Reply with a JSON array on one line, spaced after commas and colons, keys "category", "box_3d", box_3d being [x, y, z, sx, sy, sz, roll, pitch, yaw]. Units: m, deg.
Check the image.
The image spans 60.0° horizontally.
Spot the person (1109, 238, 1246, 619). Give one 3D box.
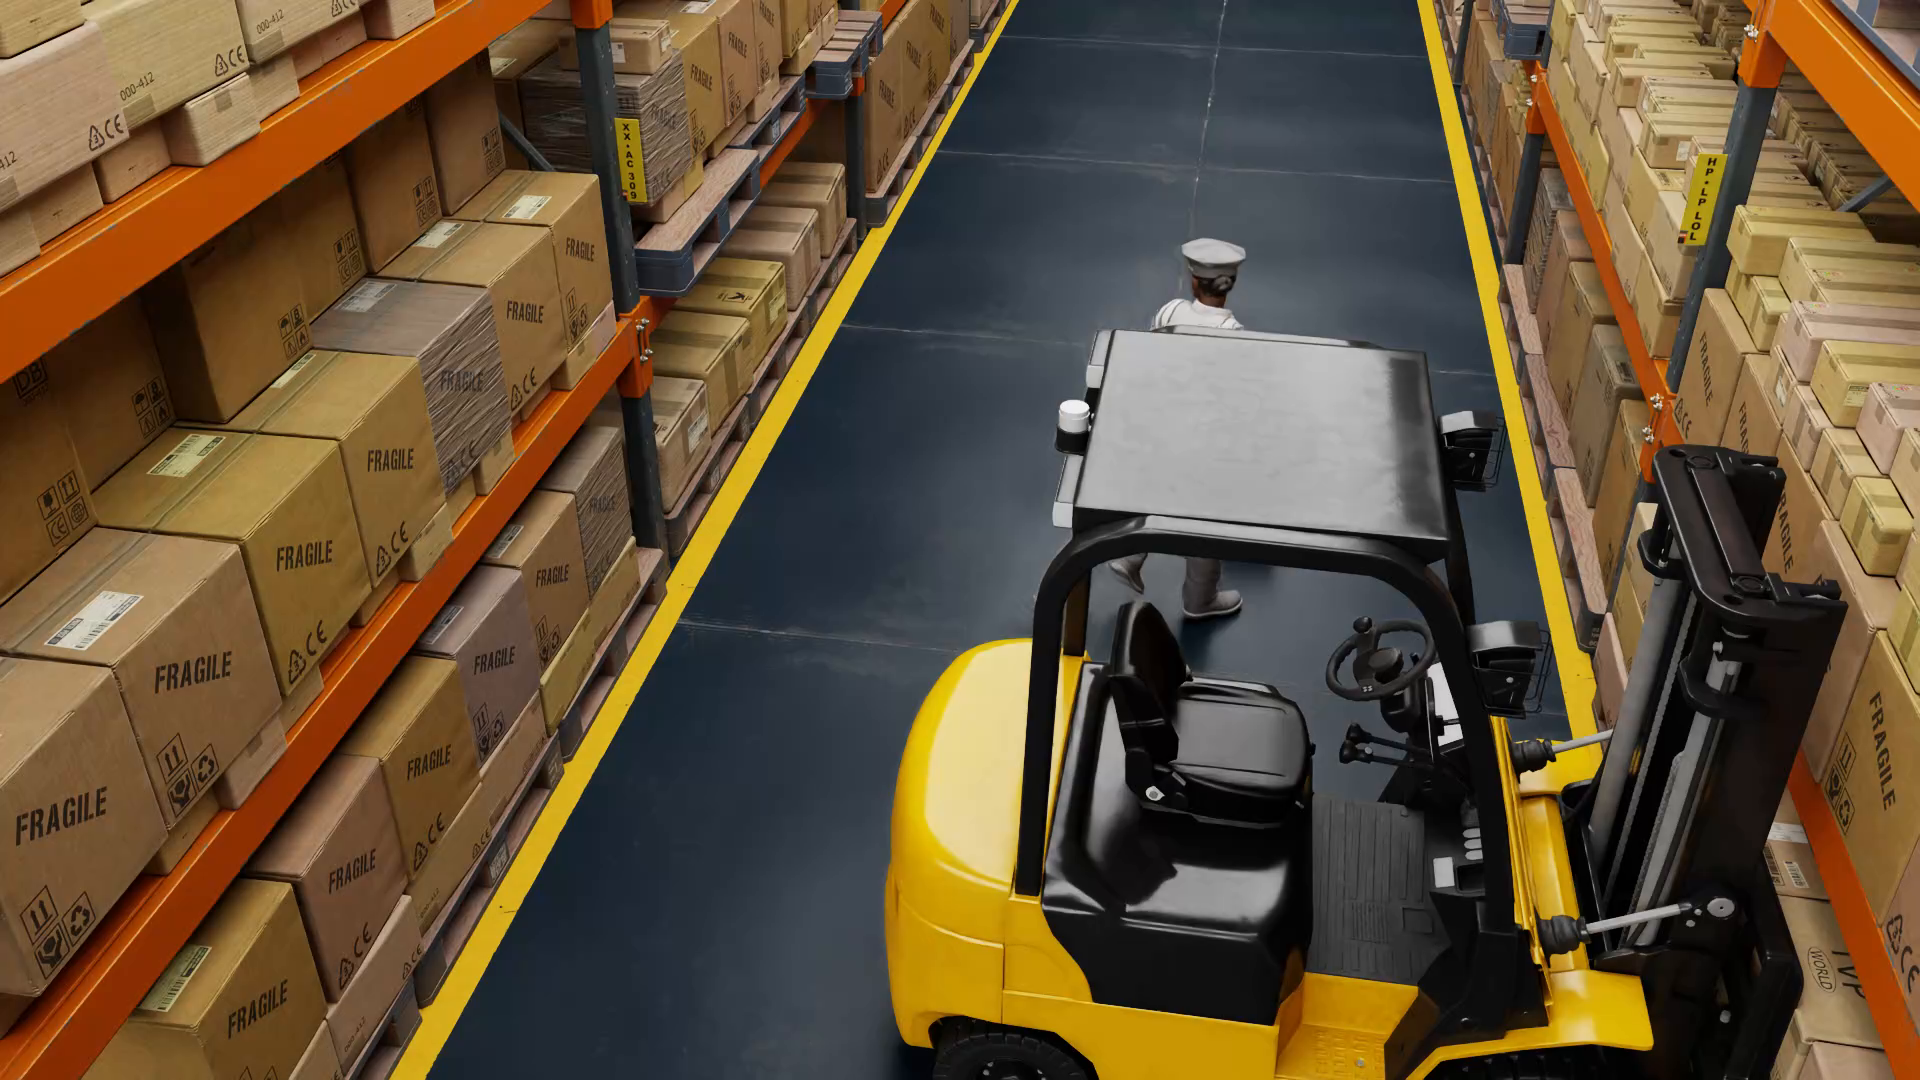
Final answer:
[{"category": "person", "box_3d": [0.946, -0.395, 6.729, 0.514, 1.660, 0.493, -24, 40, -32]}]
